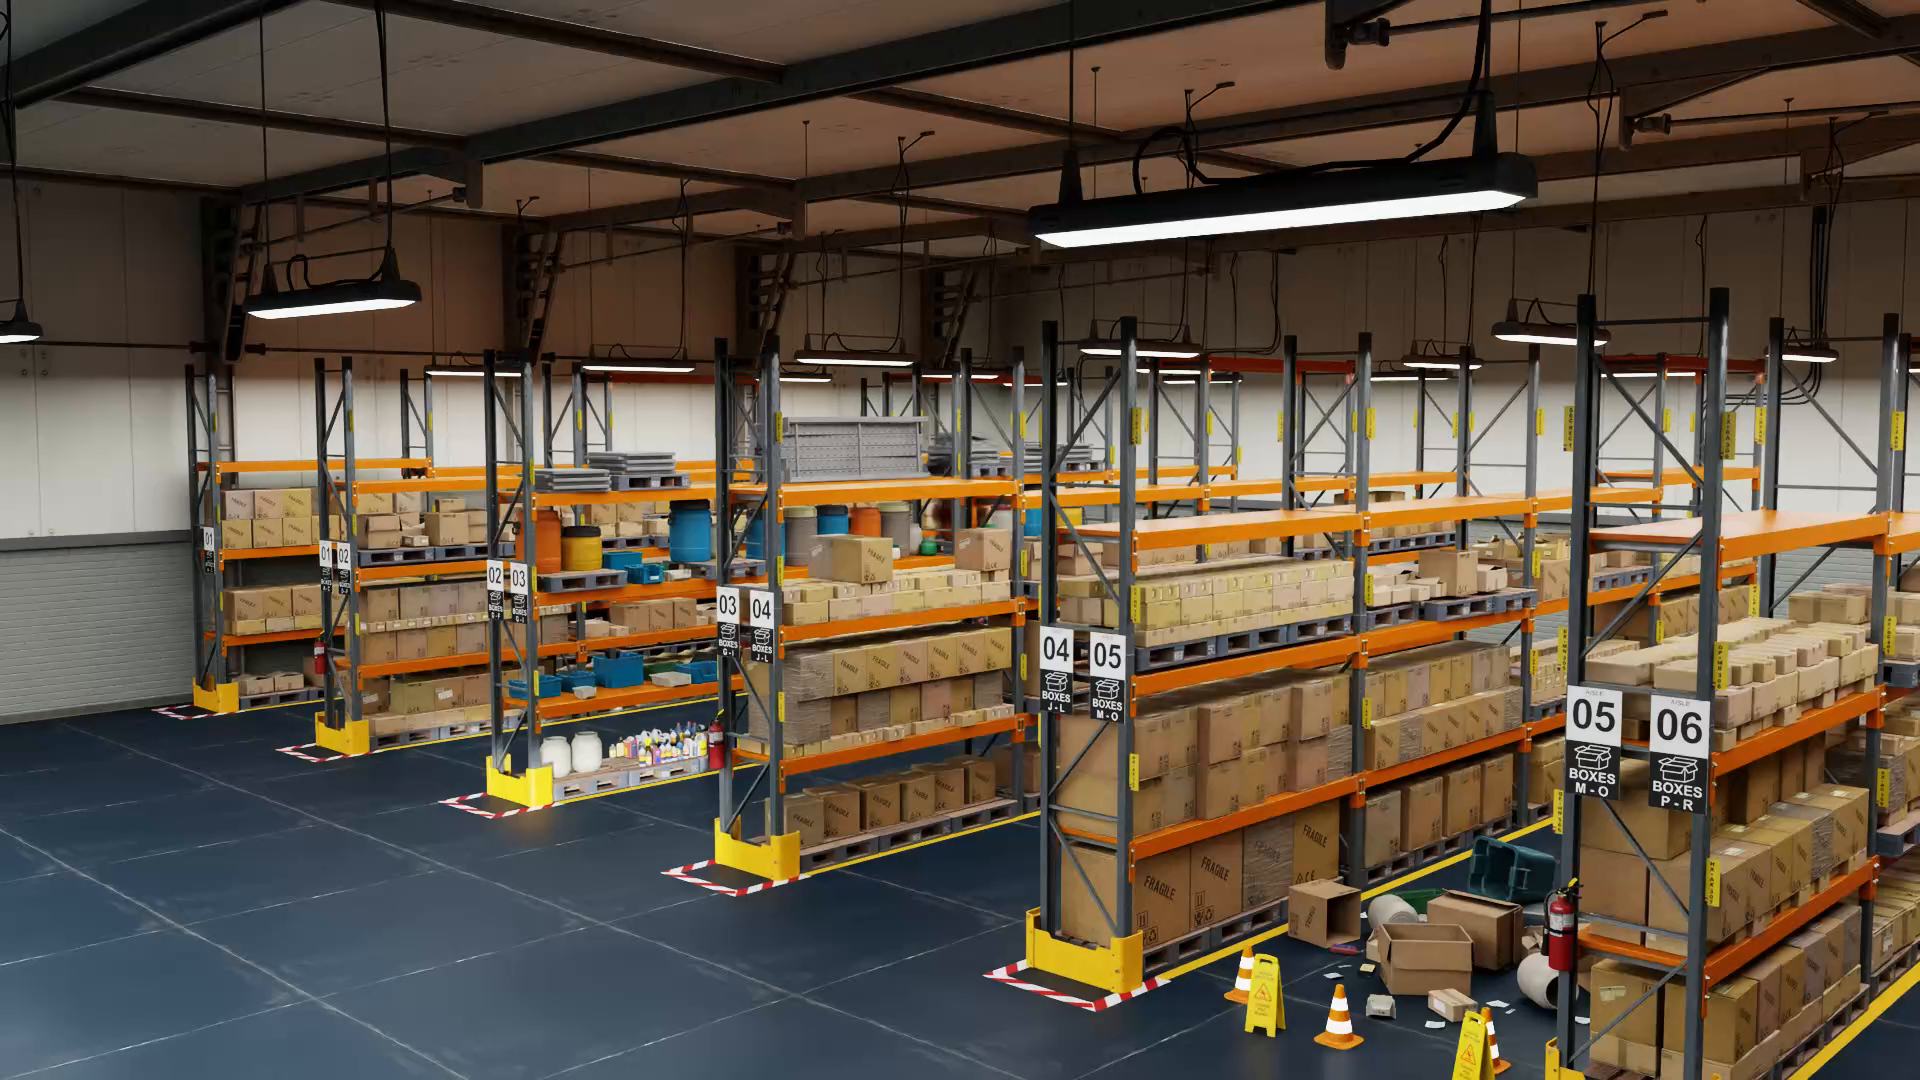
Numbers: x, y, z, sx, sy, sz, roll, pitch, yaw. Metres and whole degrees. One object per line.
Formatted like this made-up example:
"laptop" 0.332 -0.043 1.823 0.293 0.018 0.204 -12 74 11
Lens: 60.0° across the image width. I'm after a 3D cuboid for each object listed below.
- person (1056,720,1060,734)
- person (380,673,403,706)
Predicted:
"person" 1.434 2.351 24.934 0.423 1.785 0.613 2 5 24
"person" -9.696 2.225 28.278 0.416 1.652 0.387 -2 5 -29
